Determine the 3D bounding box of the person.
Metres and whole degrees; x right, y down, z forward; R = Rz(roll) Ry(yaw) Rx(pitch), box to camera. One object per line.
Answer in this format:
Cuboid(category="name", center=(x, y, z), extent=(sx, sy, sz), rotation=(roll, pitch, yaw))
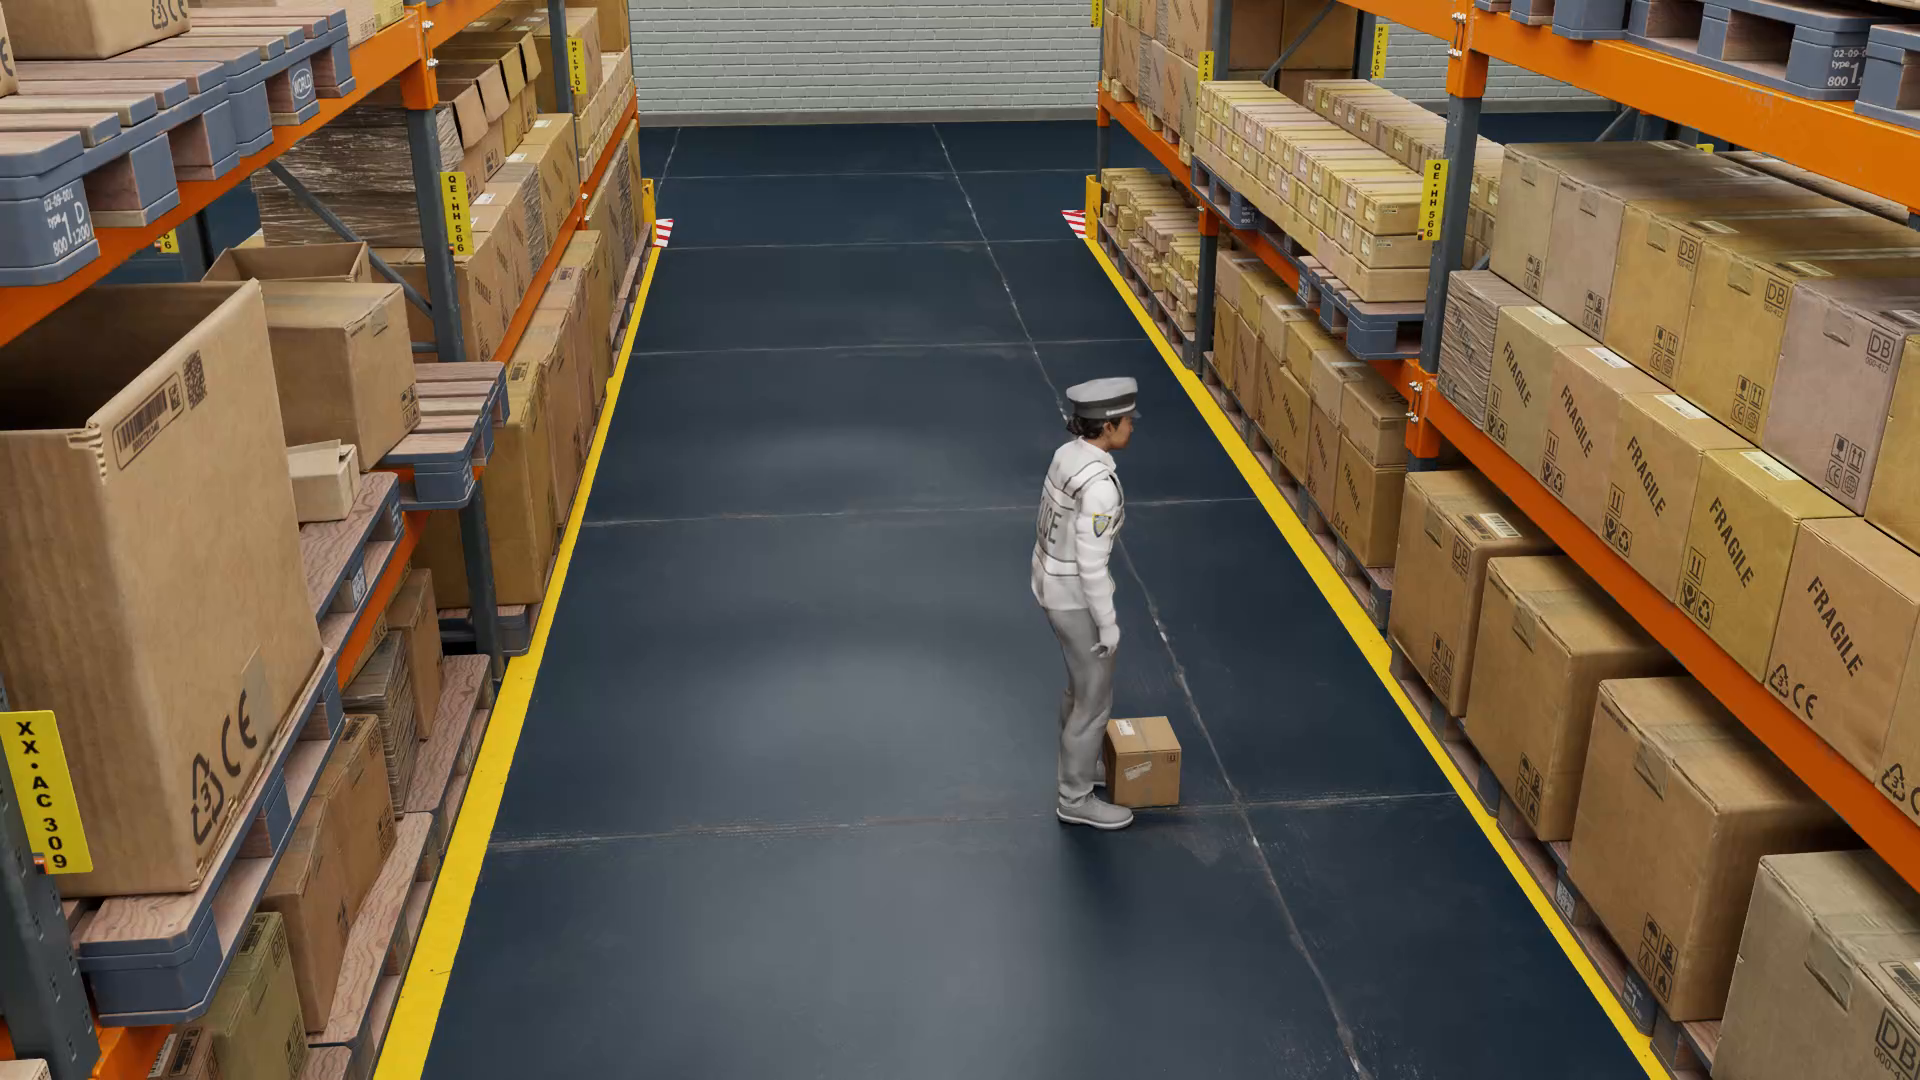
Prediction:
Cuboid(category="person", center=(0.475, 0.217, 6.103), extent=(0.412, 1.665, 0.547), rotation=(-4, 24, -8))
